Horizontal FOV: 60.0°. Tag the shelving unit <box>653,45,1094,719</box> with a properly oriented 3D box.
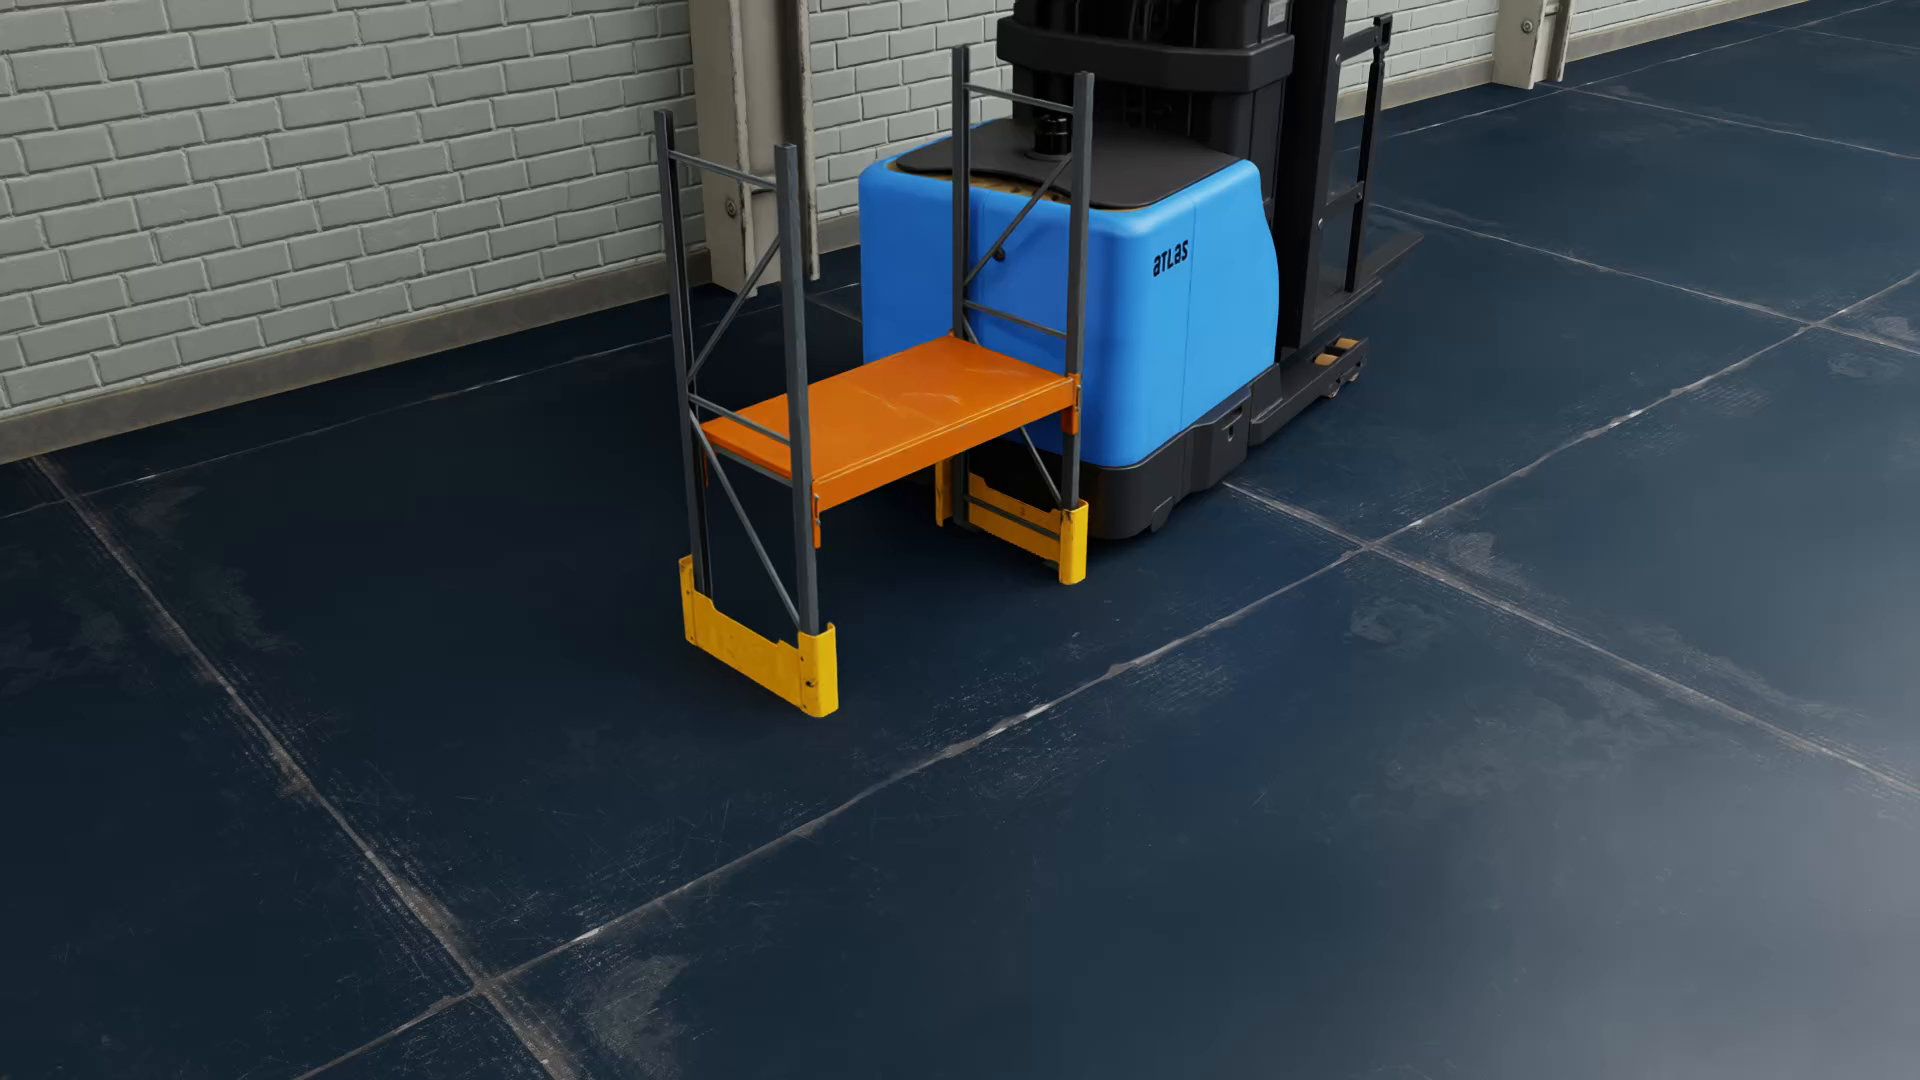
[{"bbox_3d":[-0.201,-0.466,4.530,0.587,1.500,1.083,25,37,38],"label":"shelving unit"}]

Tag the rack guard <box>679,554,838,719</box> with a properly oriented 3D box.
[{"bbox_3d":[-0.552,0.252,4.513,0.587,0.250,0.087,25,37,38],"label":"rack guard"}]

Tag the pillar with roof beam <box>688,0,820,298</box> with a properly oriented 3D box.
[{"bbox_3d":[1.921,-3.592,2.423,0.400,9.000,9.100,-22,35,-35],"label":"pillar with roof beam"}]

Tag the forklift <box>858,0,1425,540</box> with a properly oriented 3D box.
[{"bbox_3d":[0.913,-1.939,5.769,1.130,2.935,3.031,18,33,30],"label":"forklift"}]

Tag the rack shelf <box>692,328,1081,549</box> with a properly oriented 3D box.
[{"bbox_3d":[-0.194,-0.310,4.620,0.538,0.185,1.000,25,37,38],"label":"rack shelf"}]

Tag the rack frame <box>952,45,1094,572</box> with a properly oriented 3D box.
[{"bbox_3d":[0.164,-0.638,4.853,0.500,1.500,0.032,25,37,38],"label":"rack frame"}]

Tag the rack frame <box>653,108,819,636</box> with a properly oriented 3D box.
[{"bbox_3d":[-0.553,-0.299,4.218,0.500,1.500,0.032,25,37,38],"label":"rack frame"}]

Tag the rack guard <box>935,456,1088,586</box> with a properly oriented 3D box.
[{"bbox_3d":[0.151,-0.081,5.136,0.587,0.250,0.087,25,37,38],"label":"rack guard"}]

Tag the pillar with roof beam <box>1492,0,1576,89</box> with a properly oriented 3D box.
[{"bbox_3d":[6.486,-5.427,5.858,0.400,9.000,9.100,-22,35,-35],"label":"pillar with roof beam"}]
